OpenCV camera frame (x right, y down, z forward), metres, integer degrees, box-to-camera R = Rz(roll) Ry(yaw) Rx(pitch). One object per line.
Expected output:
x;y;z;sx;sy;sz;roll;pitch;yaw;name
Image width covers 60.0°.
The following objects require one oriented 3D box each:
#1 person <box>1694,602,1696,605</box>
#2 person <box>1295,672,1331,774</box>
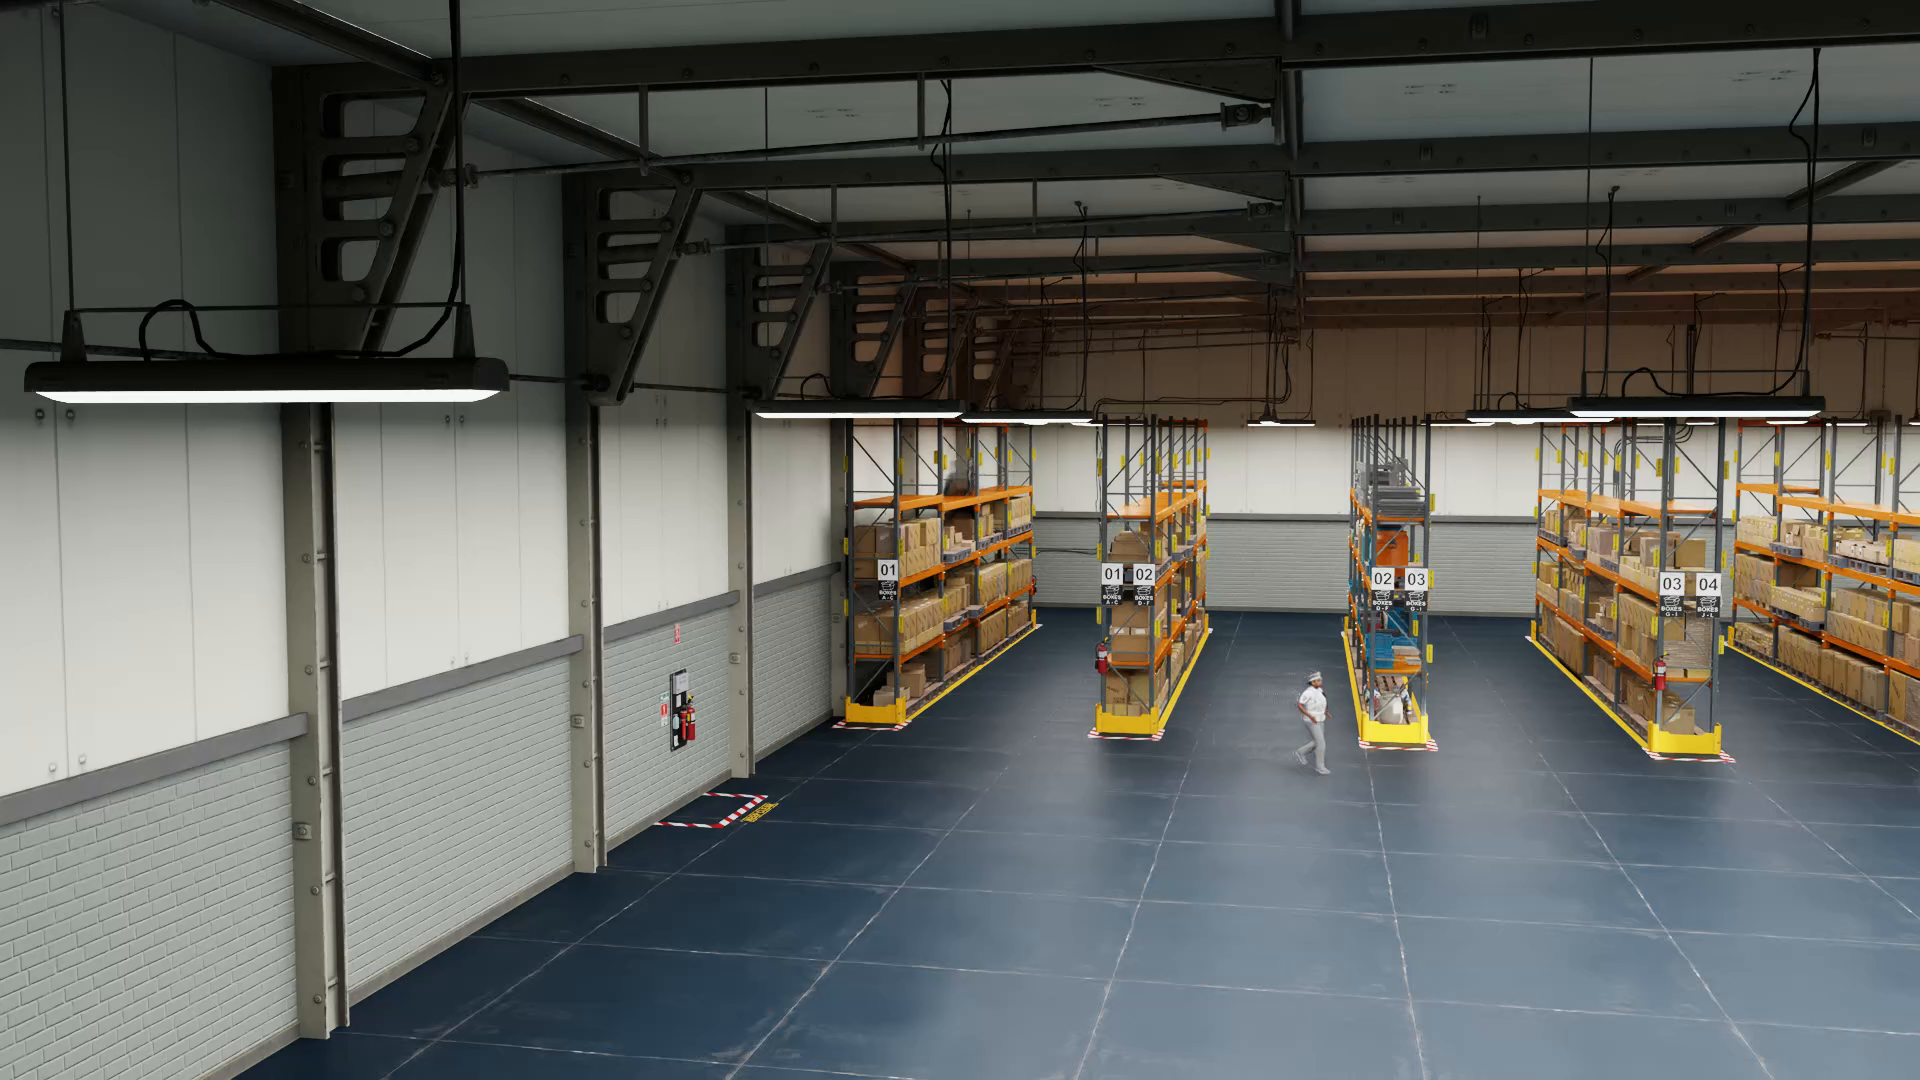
18.706;2.105;41.860;0.582;1.698;0.939;1;4;17;person
5.896;3.036;27.811;0.700;1.693;0.585;3;5;42;person
